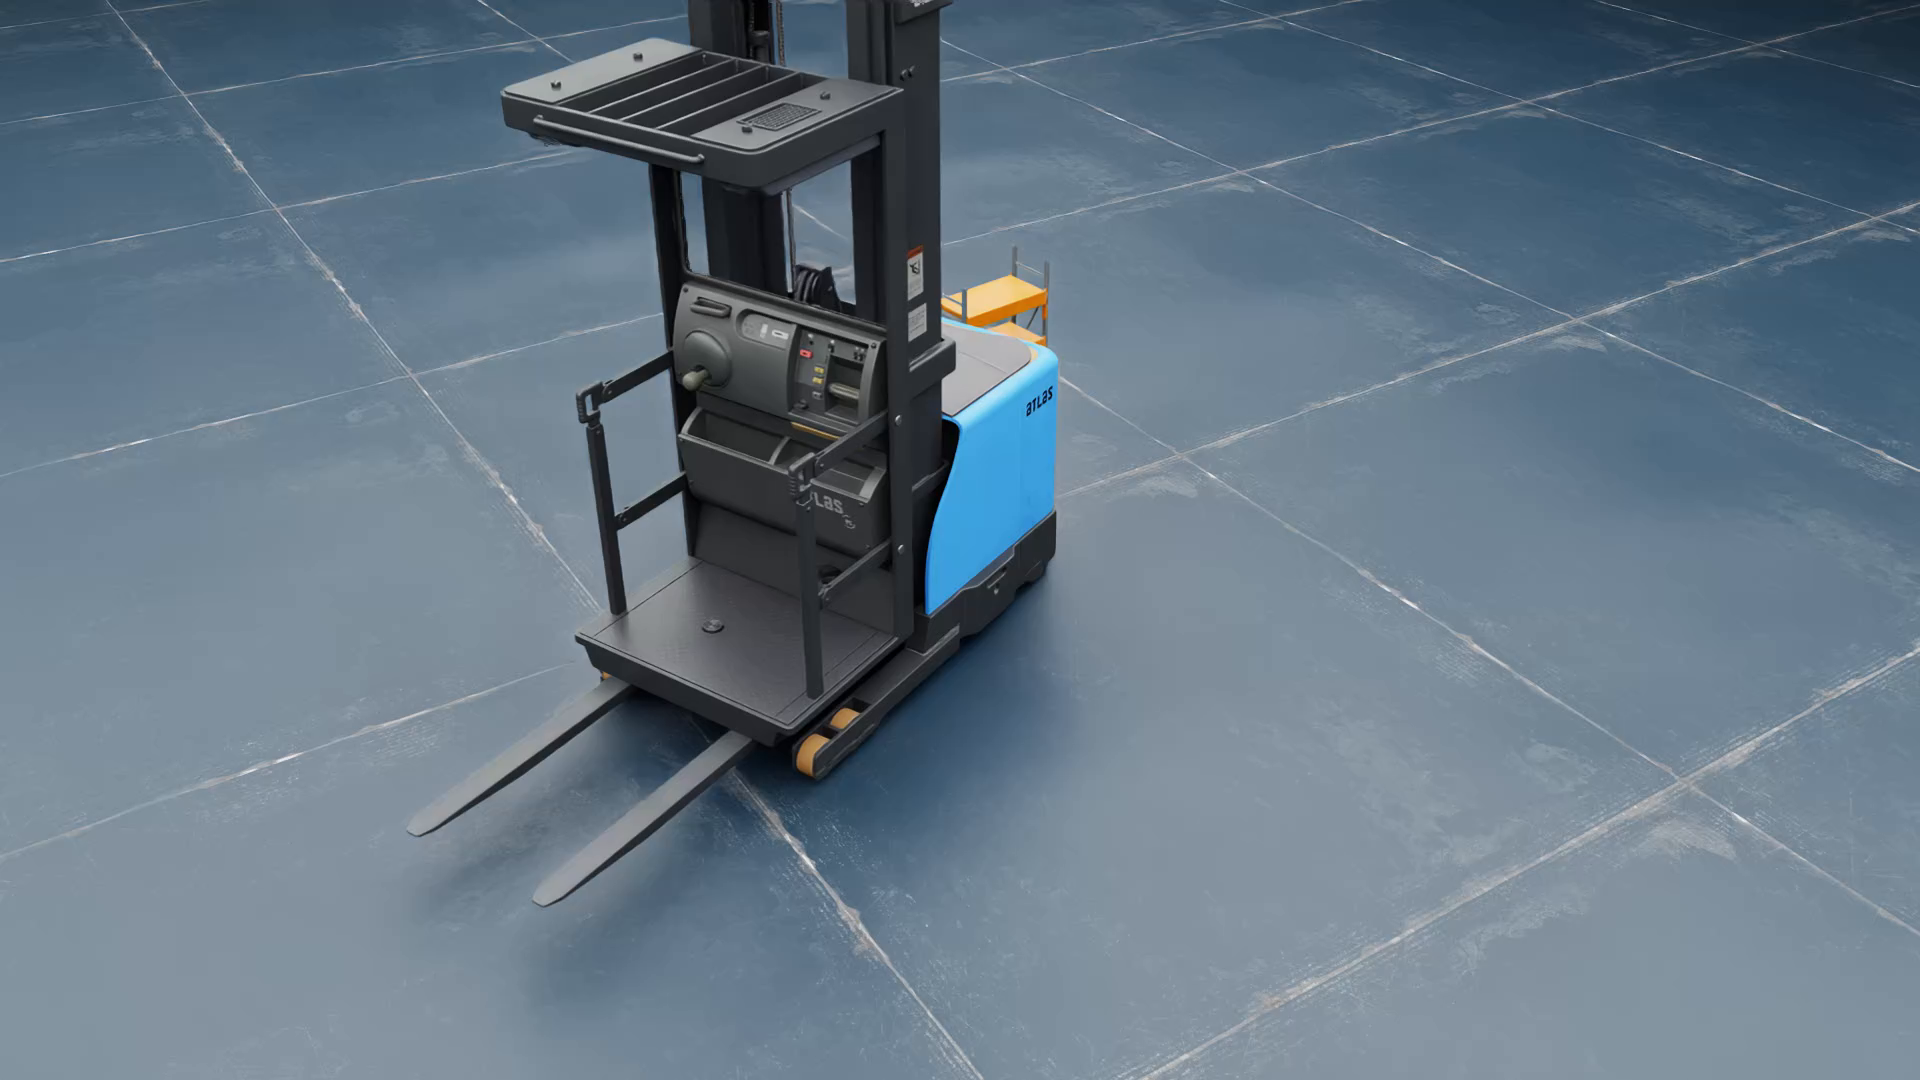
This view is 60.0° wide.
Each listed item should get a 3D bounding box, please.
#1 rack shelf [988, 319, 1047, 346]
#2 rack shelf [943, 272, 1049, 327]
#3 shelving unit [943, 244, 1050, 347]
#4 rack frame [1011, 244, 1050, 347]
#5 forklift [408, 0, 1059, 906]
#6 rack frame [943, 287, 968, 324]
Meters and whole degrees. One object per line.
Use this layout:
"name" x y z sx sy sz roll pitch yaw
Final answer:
"rack shelf" 0.139 -0.852 7.684 0.480 0.148 0.258 -24 40 -33
"rack shelf" 0.139 -1.053 7.557 0.480 0.148 0.258 -24 40 -33
"shelving unit" 0.139 -0.720 7.767 0.503 1.200 0.258 -24 40 -33
"rack frame" 0.326 -0.804 7.900 0.015 1.200 0.240 -24 40 -33
"forklift" -0.797 -0.627 5.997 1.130 2.935 3.031 19 37 28
"rack frame" -0.047 -0.636 7.634 0.015 1.200 0.240 -24 40 -33
